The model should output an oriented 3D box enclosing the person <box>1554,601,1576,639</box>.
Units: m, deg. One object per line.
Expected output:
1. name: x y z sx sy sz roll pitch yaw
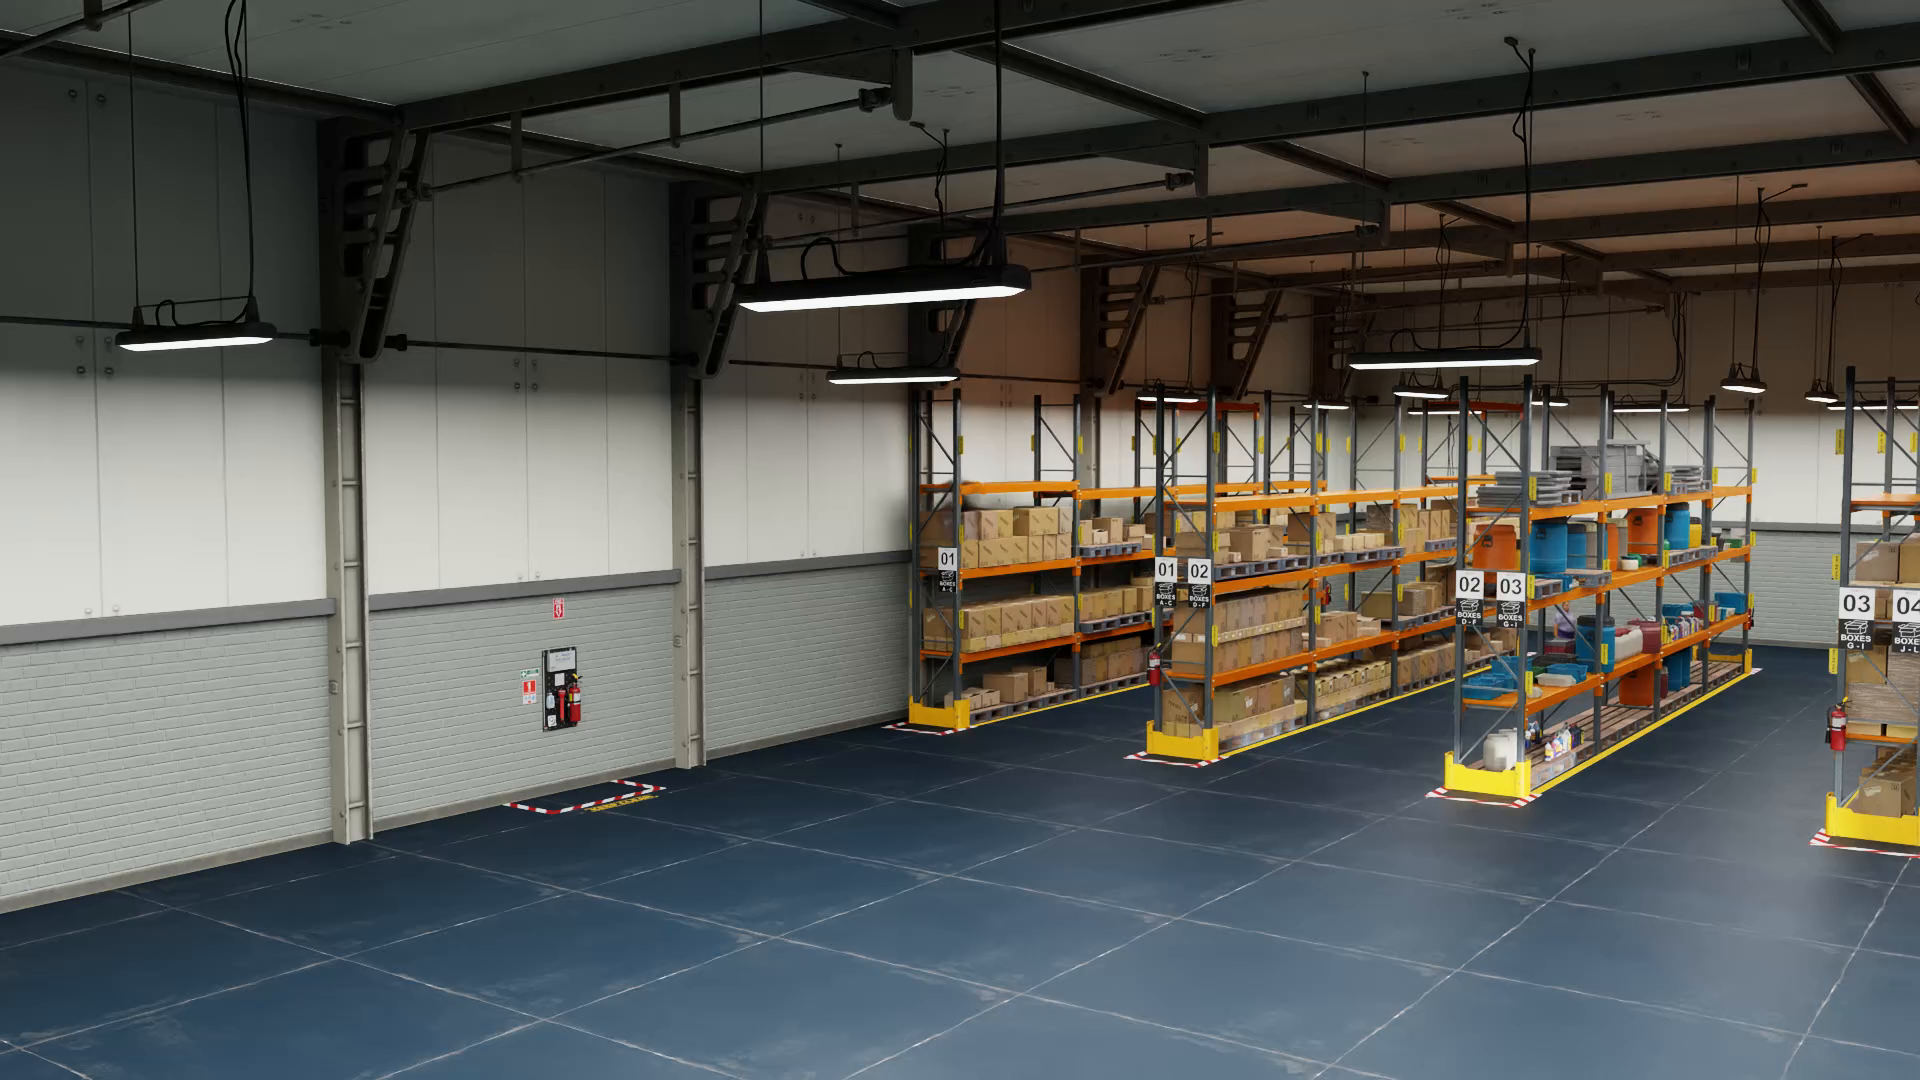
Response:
1. person: 13.141 2.142 36.084 0.534 1.676 0.403 -1 4 -25
